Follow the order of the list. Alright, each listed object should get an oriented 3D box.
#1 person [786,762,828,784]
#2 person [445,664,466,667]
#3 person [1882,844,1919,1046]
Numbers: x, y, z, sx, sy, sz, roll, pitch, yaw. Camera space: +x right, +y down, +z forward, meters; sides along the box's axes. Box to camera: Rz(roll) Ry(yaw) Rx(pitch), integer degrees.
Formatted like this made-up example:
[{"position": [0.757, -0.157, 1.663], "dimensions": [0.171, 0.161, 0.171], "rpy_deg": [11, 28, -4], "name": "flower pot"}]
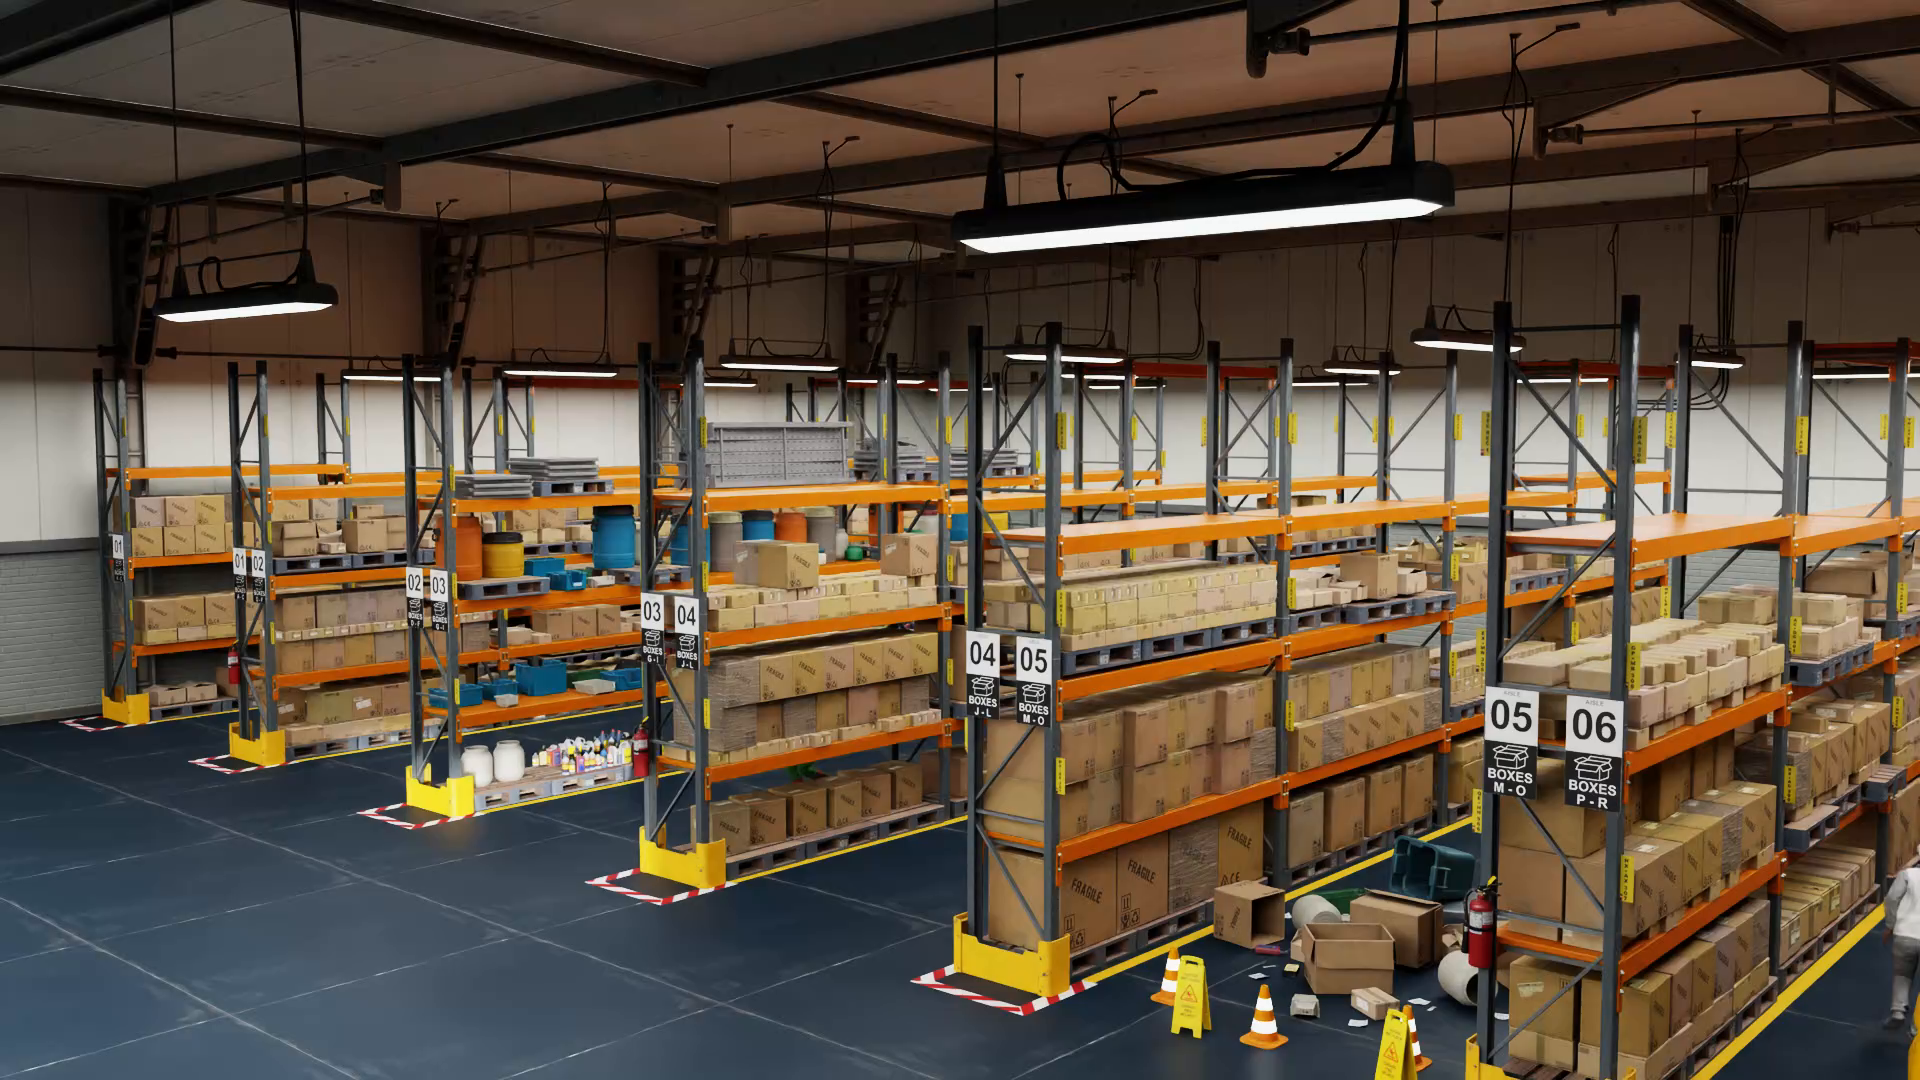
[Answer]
[{"position": [-2.035, 2.660, 22.204], "dimensions": [0.678, 1.756, 0.585], "rpy_deg": [-3, 5, -32], "name": "person"}, {"position": [-8.985, 2.170, 29.338], "dimensions": [0.497, 1.628, 0.940], "rpy_deg": [2, 5, 29], "name": "person"}, {"position": [8.035, 3.319, 13.854], "dimensions": [0.589, 1.666, 0.741], "rpy_deg": [4, 6, 44], "name": "person"}]
